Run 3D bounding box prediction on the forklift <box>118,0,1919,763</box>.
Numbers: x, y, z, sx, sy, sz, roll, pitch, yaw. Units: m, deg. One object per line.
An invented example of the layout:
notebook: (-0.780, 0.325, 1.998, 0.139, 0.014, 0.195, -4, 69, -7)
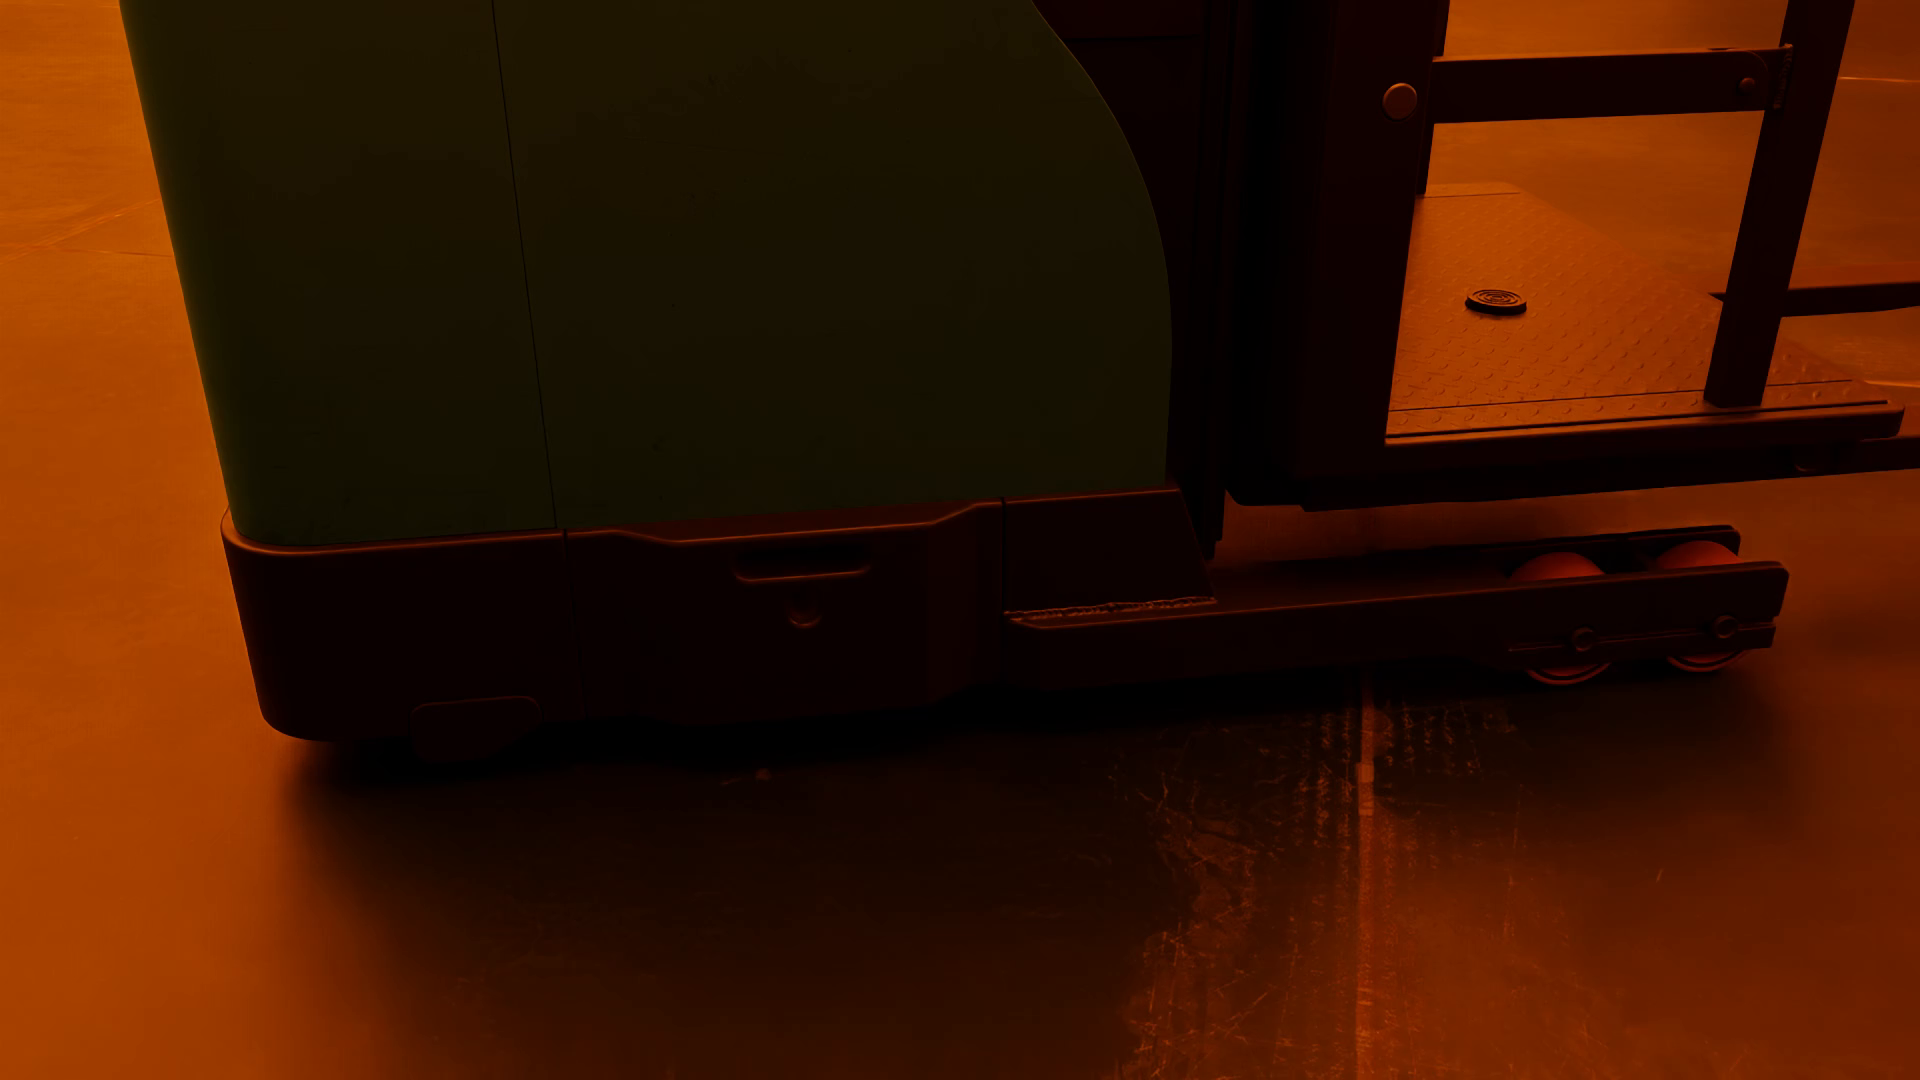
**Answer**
forklift: (0.600, -1.354, 1.930, 3.031, 2.935, 1.130, -4, 27, -9)
